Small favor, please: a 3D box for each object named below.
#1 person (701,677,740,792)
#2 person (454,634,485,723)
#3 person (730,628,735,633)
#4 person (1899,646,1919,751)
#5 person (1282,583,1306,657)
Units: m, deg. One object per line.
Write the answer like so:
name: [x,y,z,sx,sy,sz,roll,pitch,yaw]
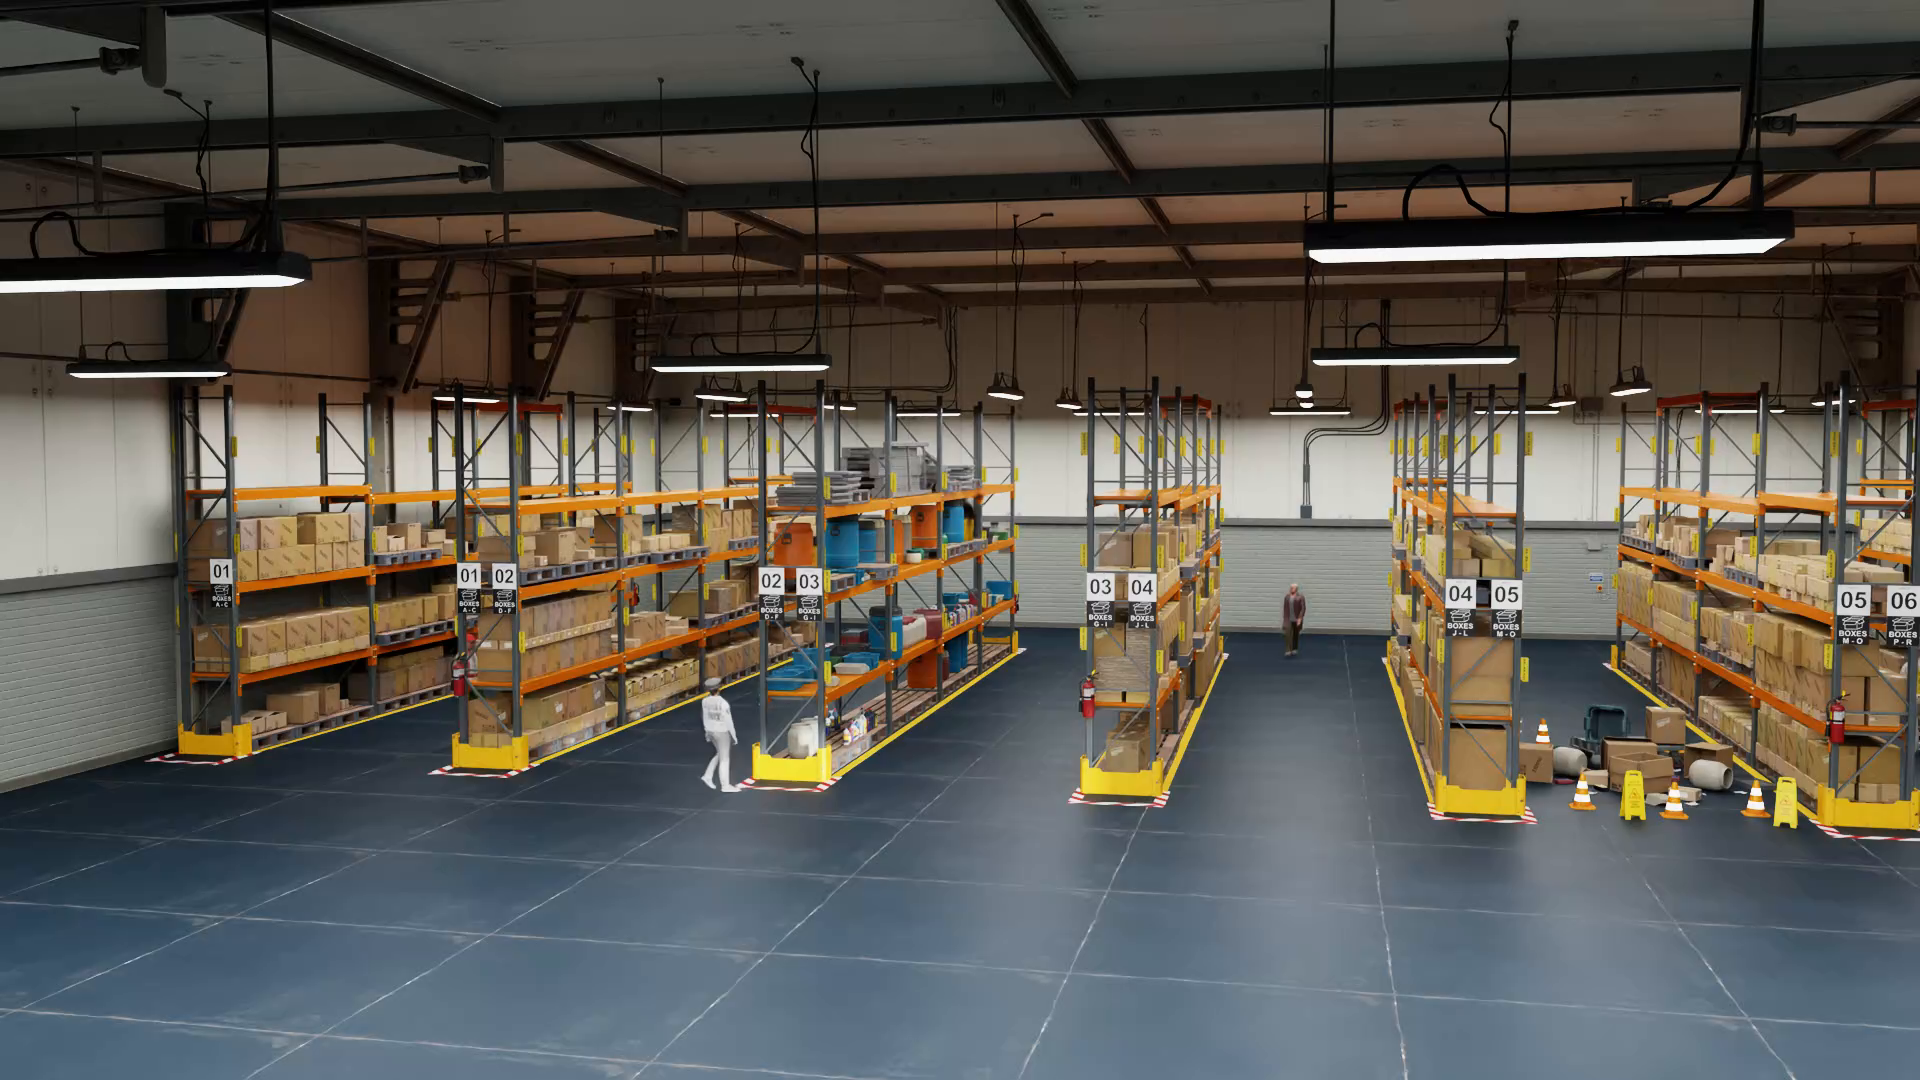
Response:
person: [-3.491,2.819,24.111,0.521,1.676,0.553,-2,4,-37]
person: [-8.415,2.520,28.519,0.403,1.809,0.610,2,4,27]
person: [-5.662,1.789,41.274,0.439,1.787,0.629,0,3,7]
person: [15.639,2.592,27.334,0.610,1.810,0.672,0,3,6]
person: [7.950,1.896,39.606,0.553,1.719,1.120,1,3,12]
